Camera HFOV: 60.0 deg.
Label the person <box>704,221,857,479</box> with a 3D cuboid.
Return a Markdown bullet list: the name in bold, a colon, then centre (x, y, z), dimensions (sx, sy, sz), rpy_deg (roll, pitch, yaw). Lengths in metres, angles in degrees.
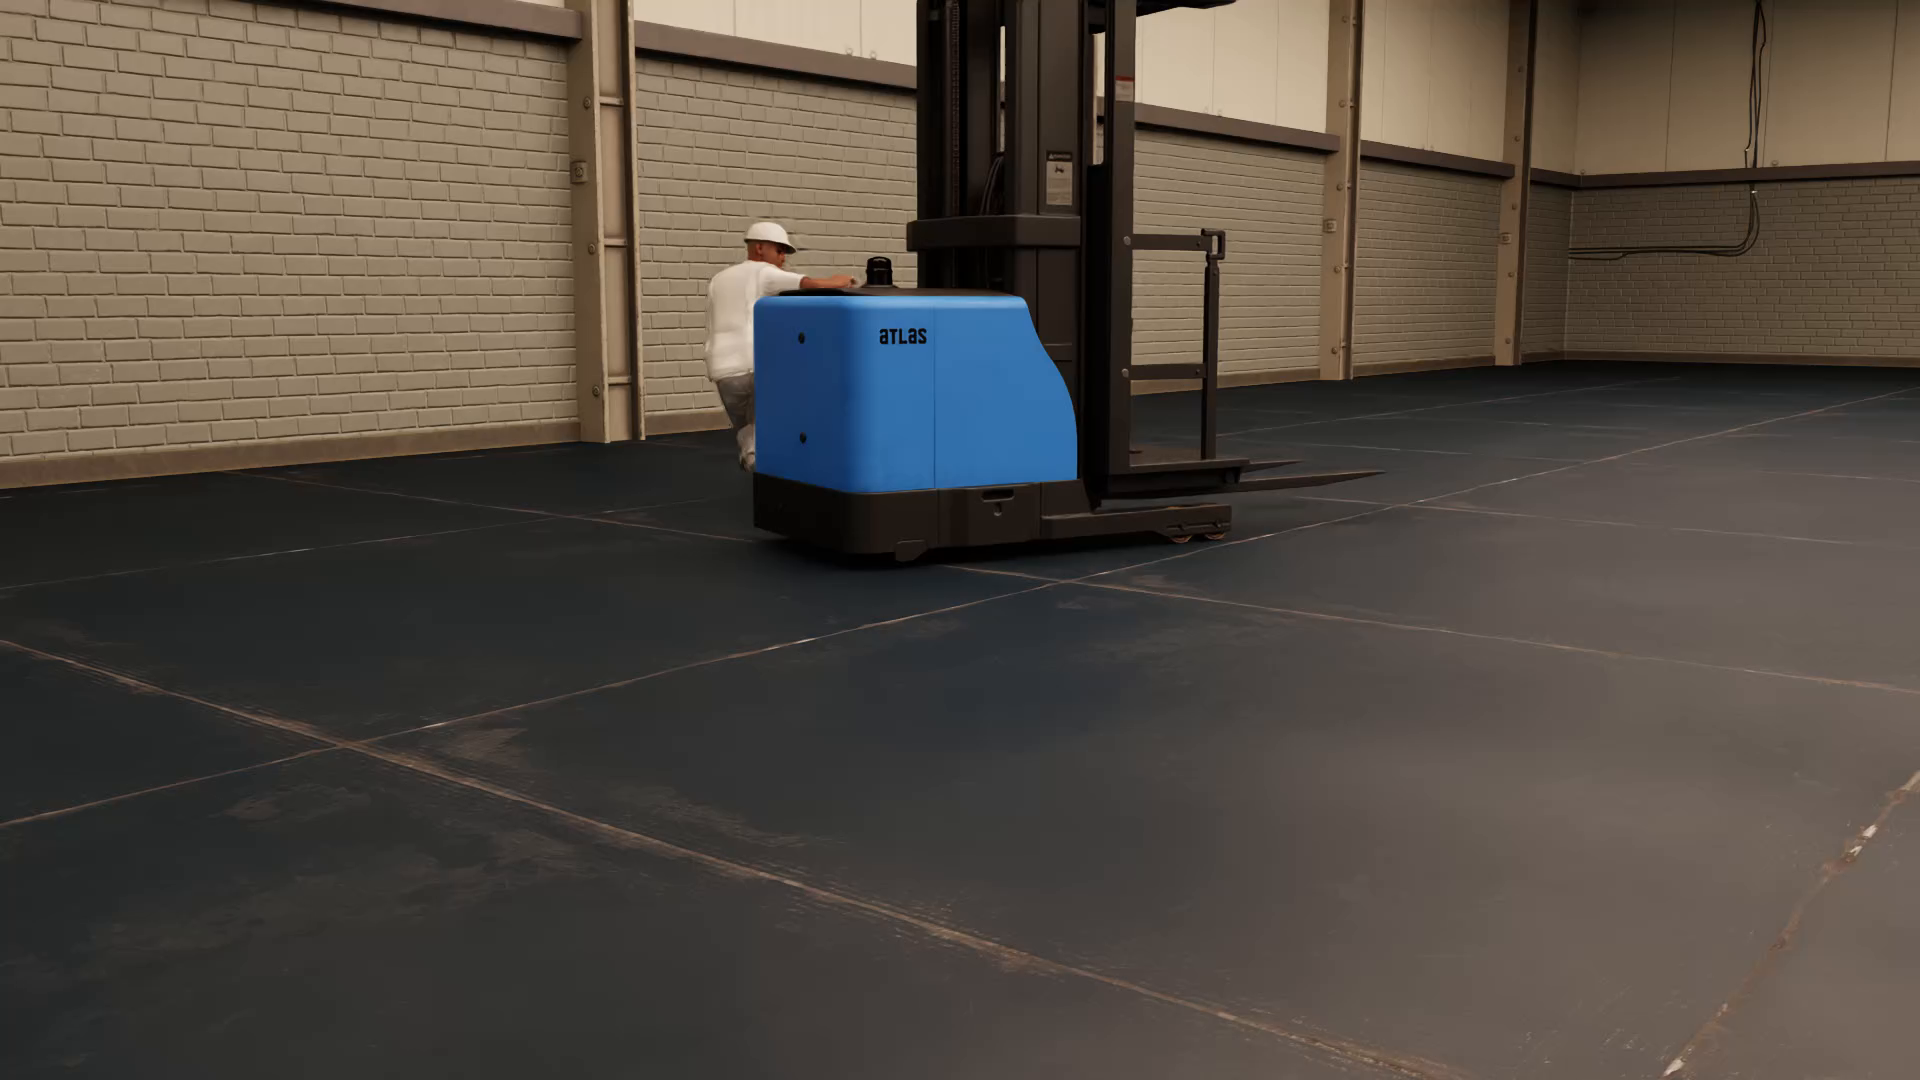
- **person**: centre (-0.966, -0.985, 9.099), dimensions (0.850, 1.470, 1.103), rpy_deg (2, 8, 11)

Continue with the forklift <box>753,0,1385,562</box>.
- **forklift**: centre (0.620, -1.495, 7.497), dimensions (3.031, 2.935, 1.130), rpy_deg (-5, 10, -30)
